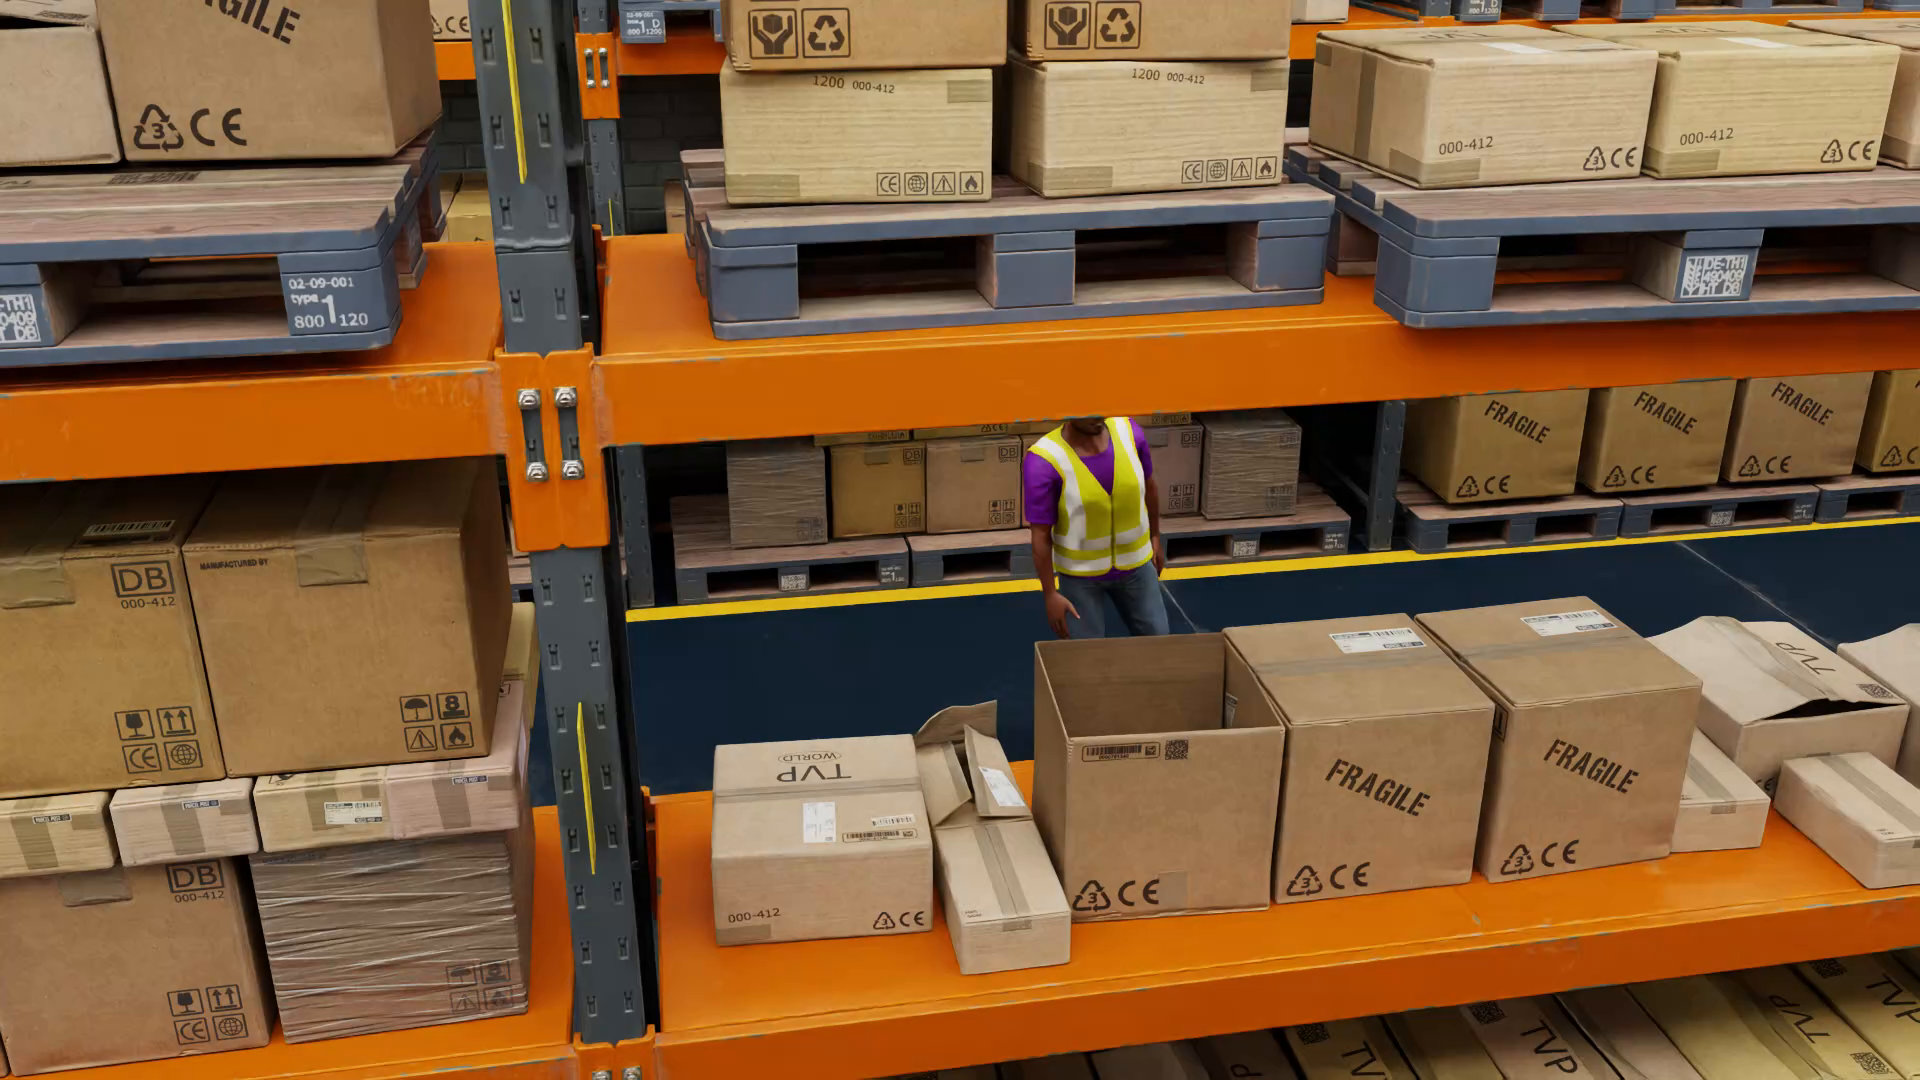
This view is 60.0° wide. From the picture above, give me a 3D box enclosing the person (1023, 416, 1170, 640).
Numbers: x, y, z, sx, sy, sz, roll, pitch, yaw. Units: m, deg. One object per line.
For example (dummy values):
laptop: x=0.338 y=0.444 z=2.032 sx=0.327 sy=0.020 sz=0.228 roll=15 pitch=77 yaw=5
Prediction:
person: x=0.565 y=0.122 z=6.745 sx=0.639 sy=1.773 sz=0.642 roll=-6 pitch=24 yaw=-14
